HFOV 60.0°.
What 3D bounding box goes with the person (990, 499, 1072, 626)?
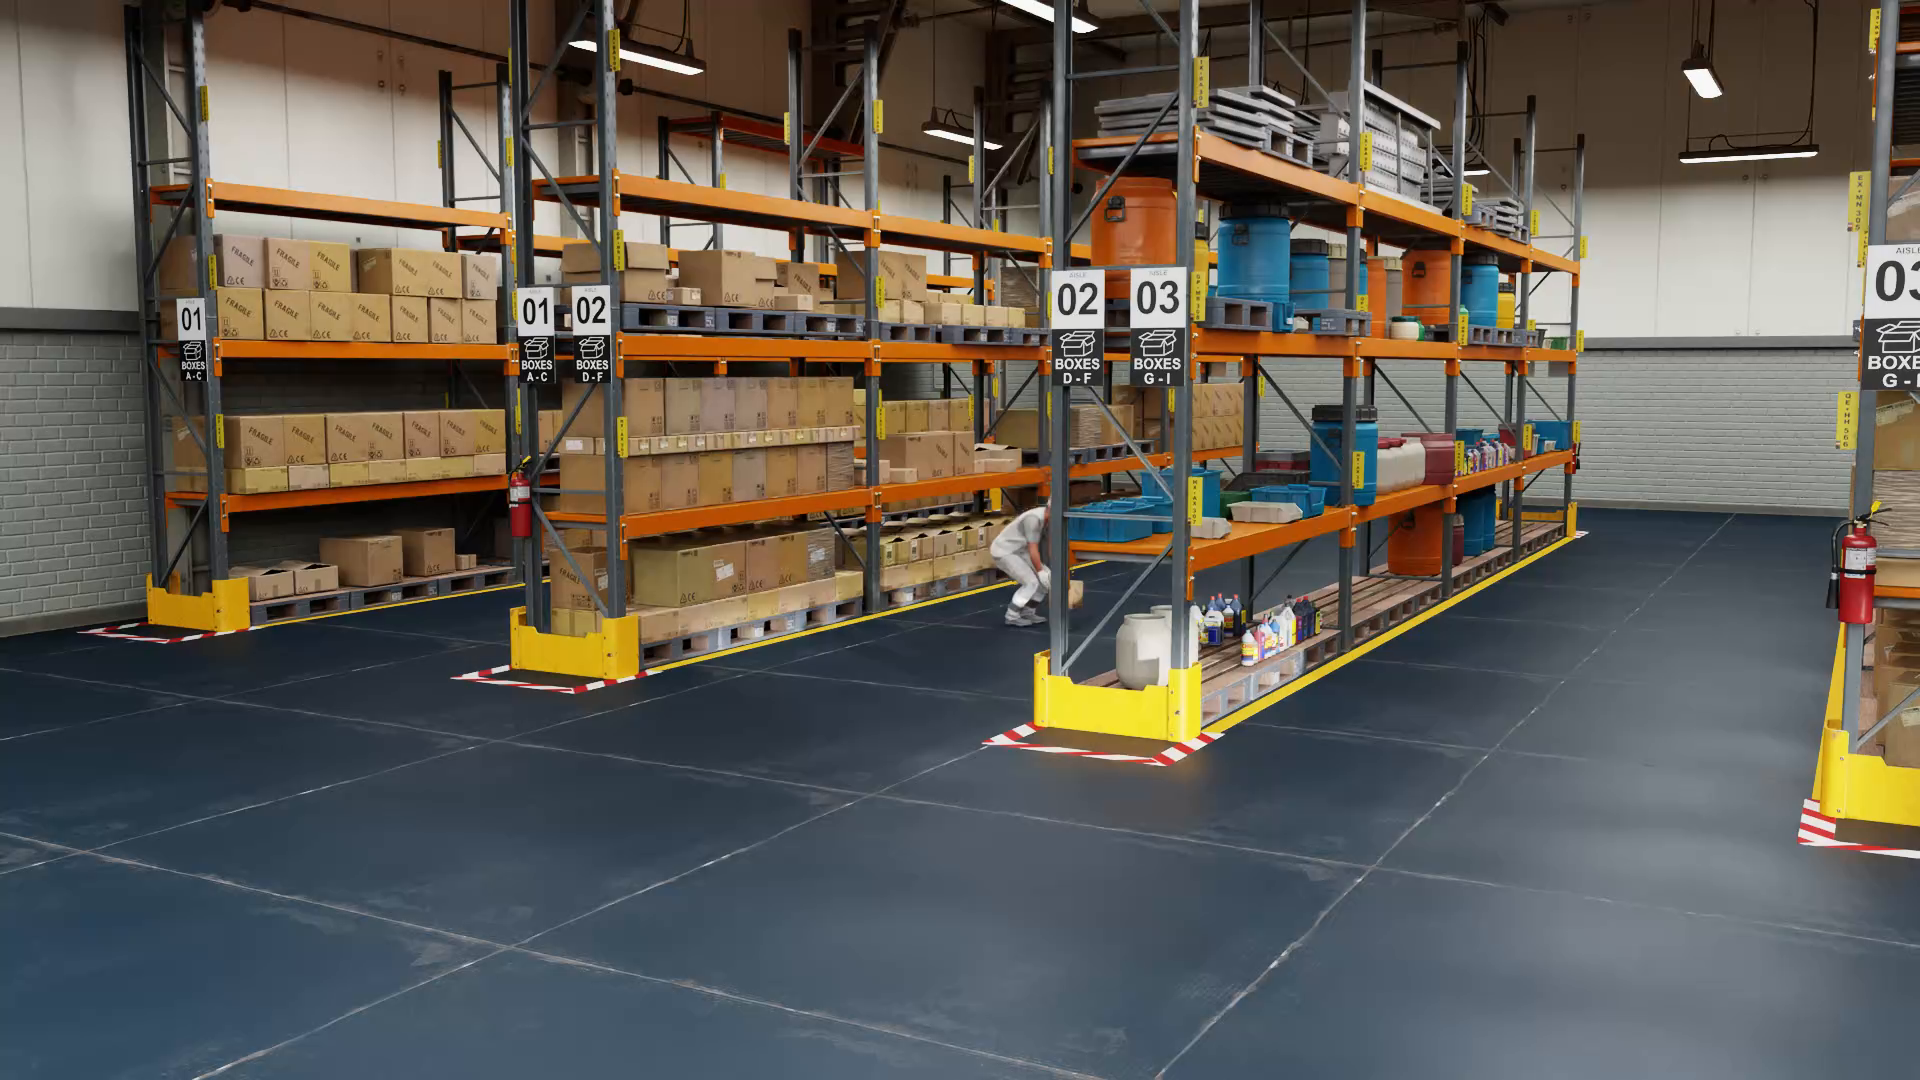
[{"bbox_3d":[0.721,0.193,16.509,0.816,1.295,0.584,3,7,29],"label":"person"}]
